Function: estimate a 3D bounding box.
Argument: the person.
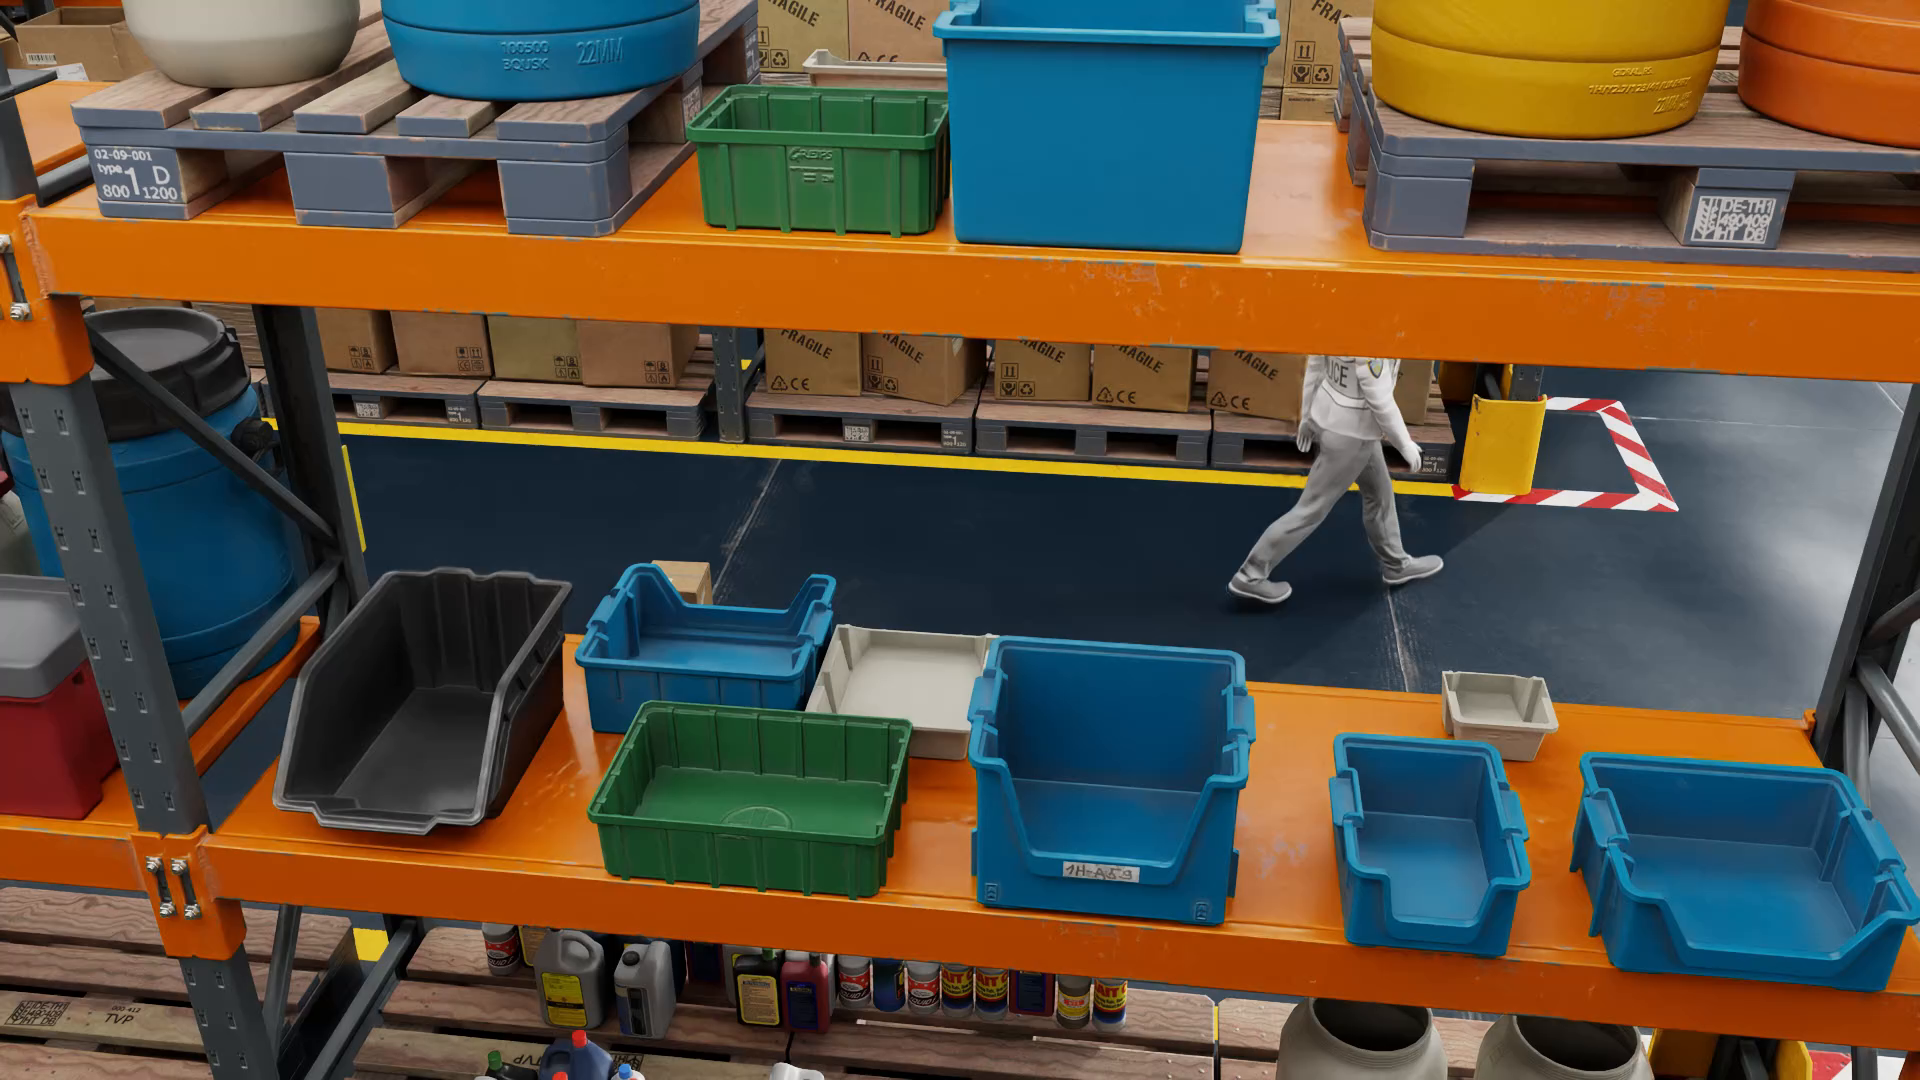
[{"bbox_3d":[1.674,-0.476,6.961,1.018,1.633,0.499,-2,29,-5],"label":"person"}]
